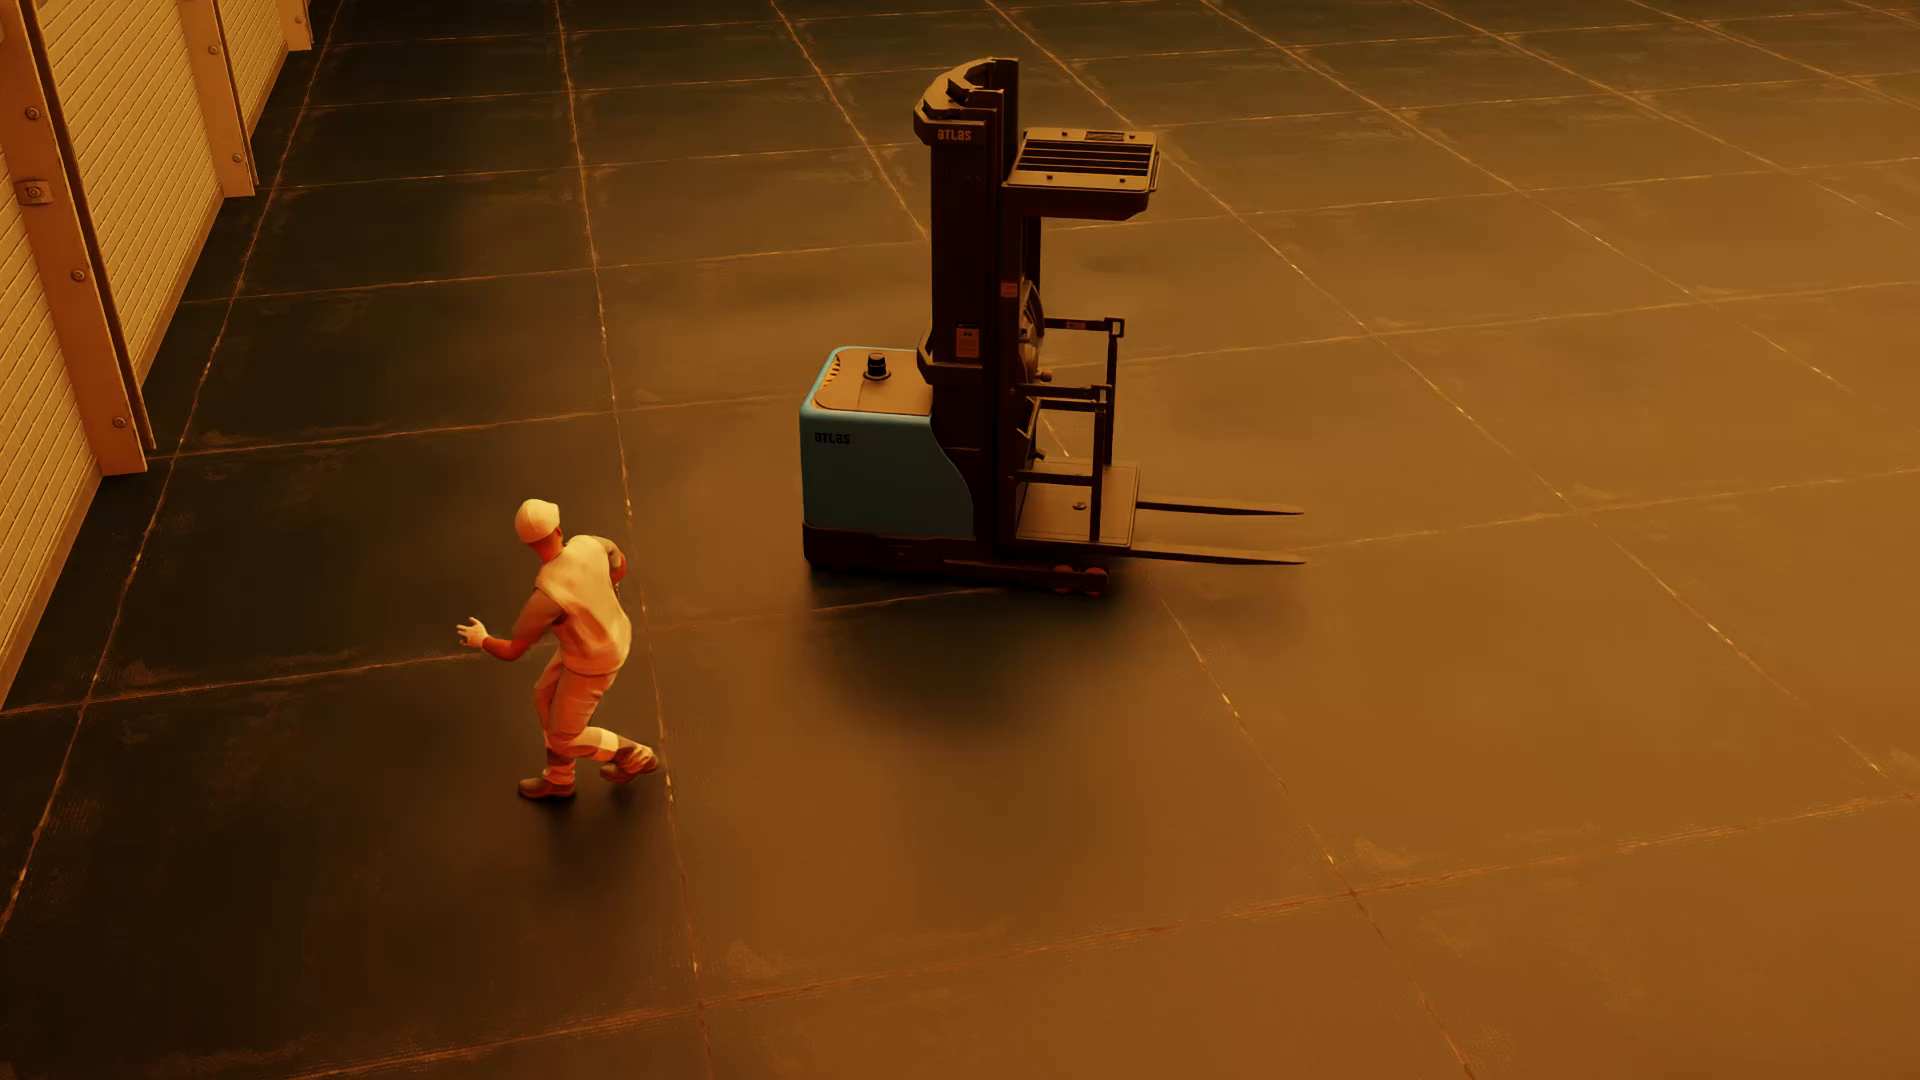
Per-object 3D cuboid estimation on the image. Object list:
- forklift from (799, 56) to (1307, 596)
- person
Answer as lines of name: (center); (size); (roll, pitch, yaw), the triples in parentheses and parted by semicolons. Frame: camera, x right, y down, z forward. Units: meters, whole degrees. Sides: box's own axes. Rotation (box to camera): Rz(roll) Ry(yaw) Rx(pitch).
forklift: (0.603, -1.222, 9.686); (3.031, 2.935, 1.130); (4, 30, 8)
person: (-1.930, 0.483, 8.033); (0.855, 1.643, 0.894); (2, 30, 4)
